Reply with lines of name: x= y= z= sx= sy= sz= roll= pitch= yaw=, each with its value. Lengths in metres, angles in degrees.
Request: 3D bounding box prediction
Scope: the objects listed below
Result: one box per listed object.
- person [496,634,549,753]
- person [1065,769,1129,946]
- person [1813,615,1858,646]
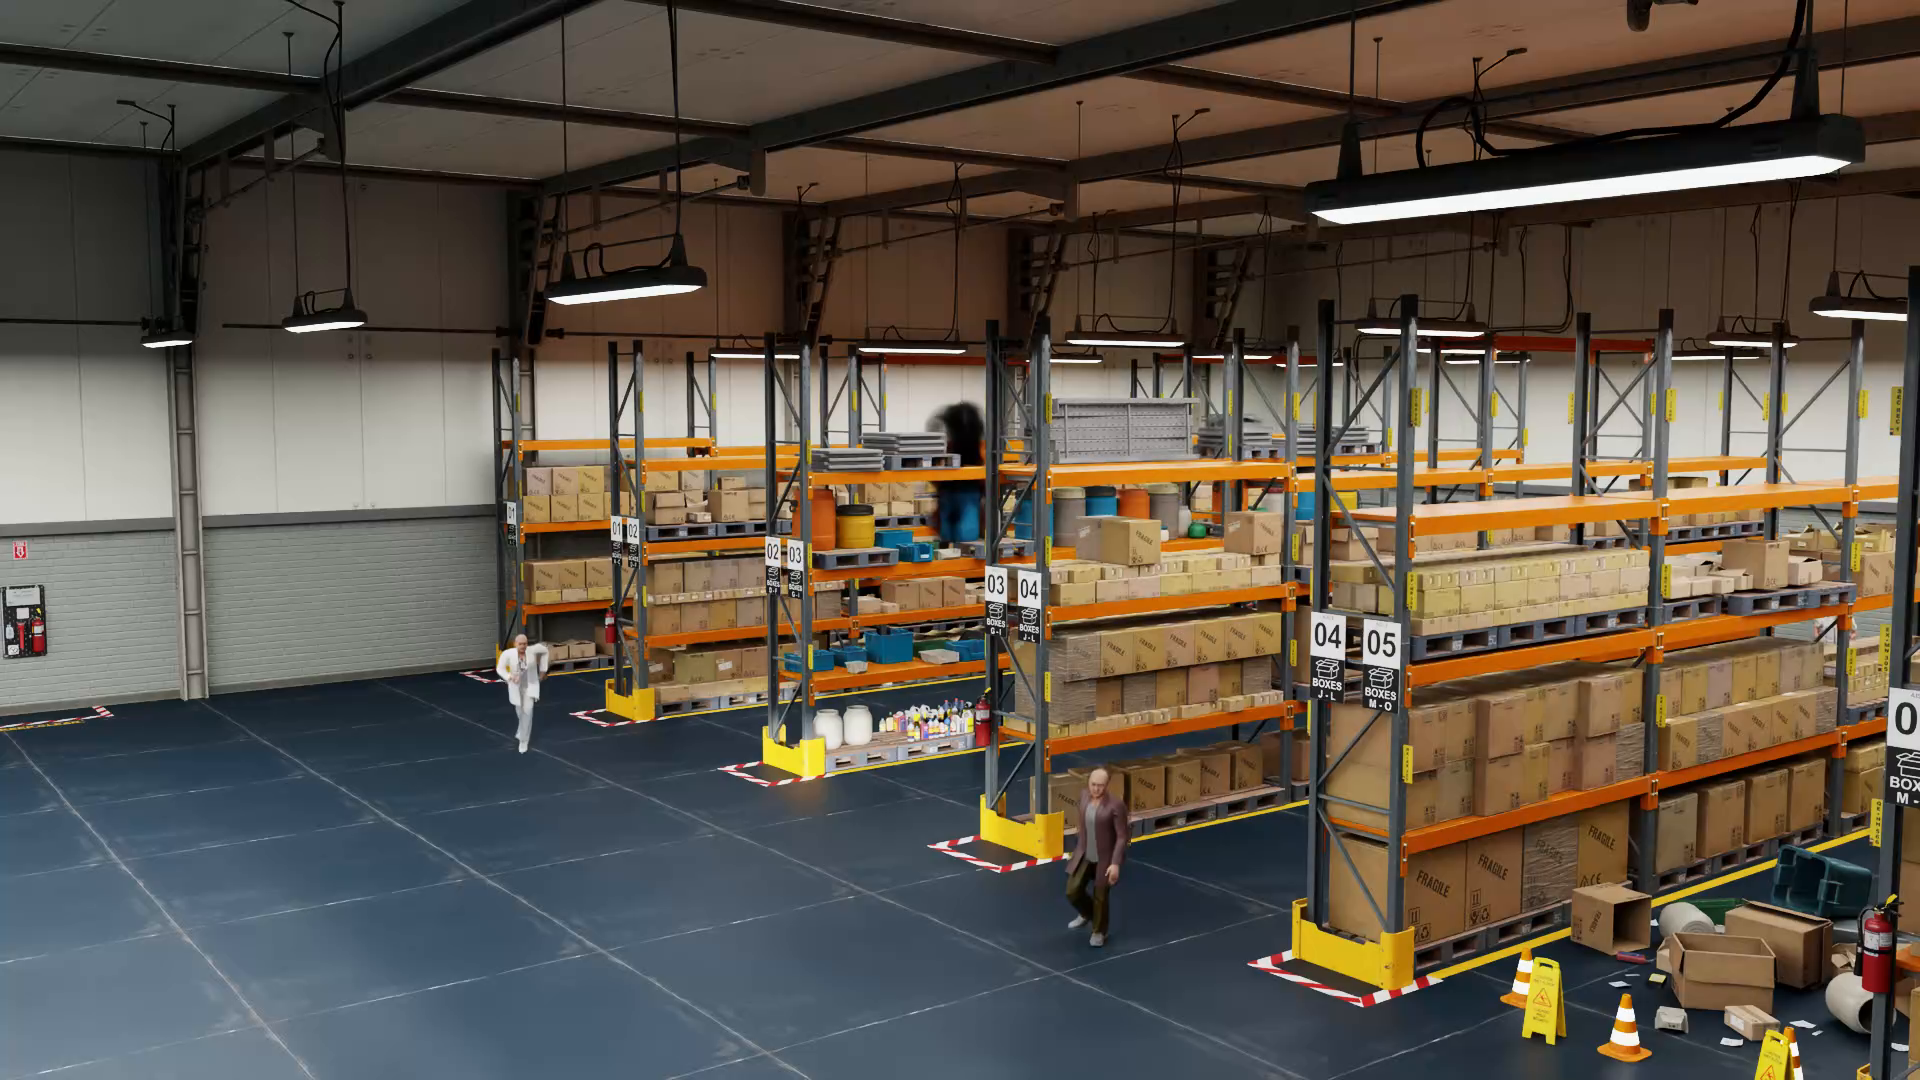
person: x=-6.409 y=2.199 z=24.413 sx=0.745 sy=1.748 sz=1.061 roll=-1 pitch=5 yaw=-14
person: x=1.293 y=2.943 z=15.496 sx=0.708 sy=1.729 sz=0.615 roll=3 pitch=6 yaw=30
person: x=14.749 y=1.829 z=28.038 sx=0.674 sy=1.769 sz=0.764 roll=2 pitch=6 yaw=26
